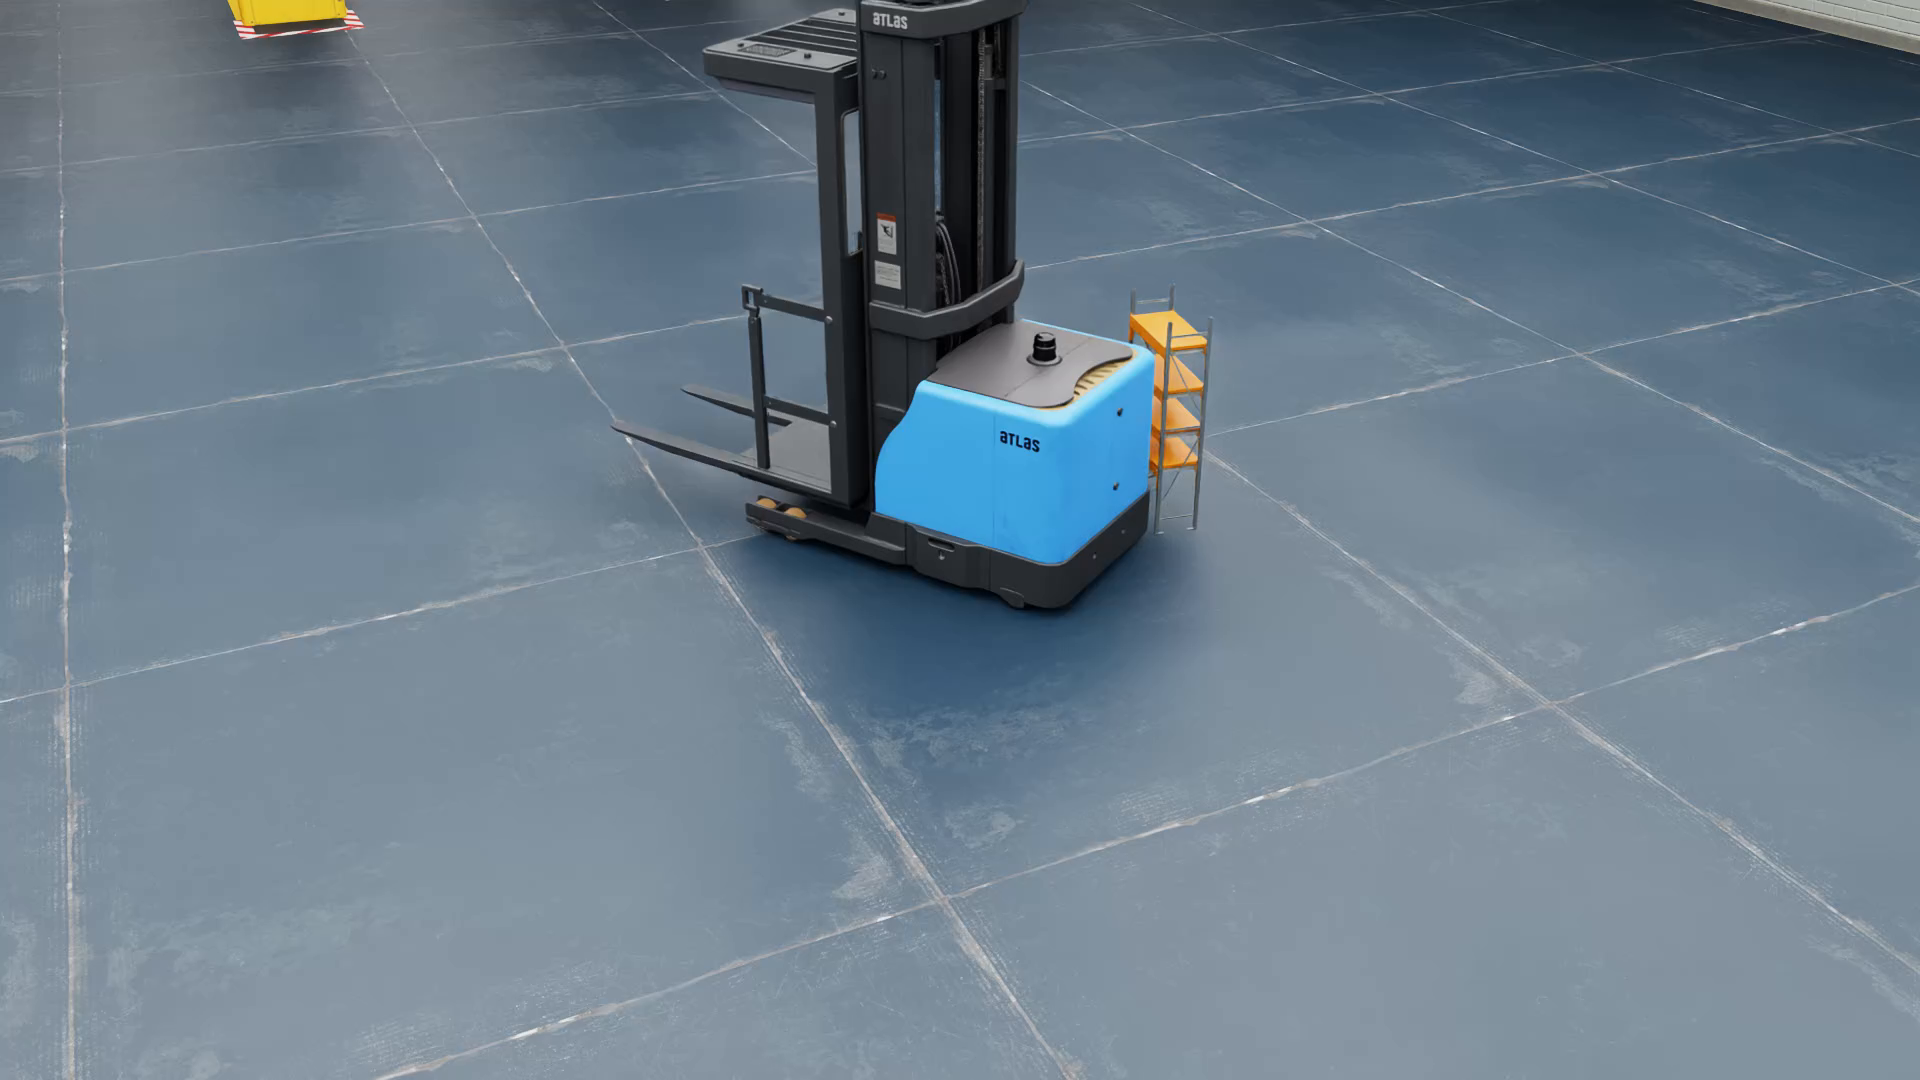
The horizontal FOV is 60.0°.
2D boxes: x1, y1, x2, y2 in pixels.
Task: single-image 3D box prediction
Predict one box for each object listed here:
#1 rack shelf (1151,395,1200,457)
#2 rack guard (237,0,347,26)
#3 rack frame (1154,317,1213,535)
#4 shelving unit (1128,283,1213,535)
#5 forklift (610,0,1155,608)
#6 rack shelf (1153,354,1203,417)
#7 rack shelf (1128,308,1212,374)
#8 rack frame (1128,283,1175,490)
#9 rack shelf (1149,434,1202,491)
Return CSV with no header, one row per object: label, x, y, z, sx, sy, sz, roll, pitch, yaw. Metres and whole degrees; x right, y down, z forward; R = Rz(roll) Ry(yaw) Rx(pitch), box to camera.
rack shelf,1.074,-0.624,8.774,0.258,0.148,0.480,-8,30,-14
rack guard,-7.934,-6.433,19.711,1.175,0.500,0.348,-13,32,-22
rack frame,1.143,-0.569,8.537,0.240,1.200,0.015,-8,30,-14
shelving unit,1.074,-0.683,8.741,0.258,1.200,0.503,-8,30,-14
forklift,-0.535,-1.478,8.390,3.031,2.935,1.130,17,34,28
rack shelf,1.074,-0.819,8.665,0.258,0.148,0.480,-8,30,-14
rack shelf,1.074,-1.026,8.549,0.258,0.148,0.480,-8,30,-14
rack frame,1.005,-0.797,8.945,0.240,1.200,0.015,-8,30,-14
rack shelf,1.074,-0.451,8.871,0.258,0.148,0.480,-8,30,-14
